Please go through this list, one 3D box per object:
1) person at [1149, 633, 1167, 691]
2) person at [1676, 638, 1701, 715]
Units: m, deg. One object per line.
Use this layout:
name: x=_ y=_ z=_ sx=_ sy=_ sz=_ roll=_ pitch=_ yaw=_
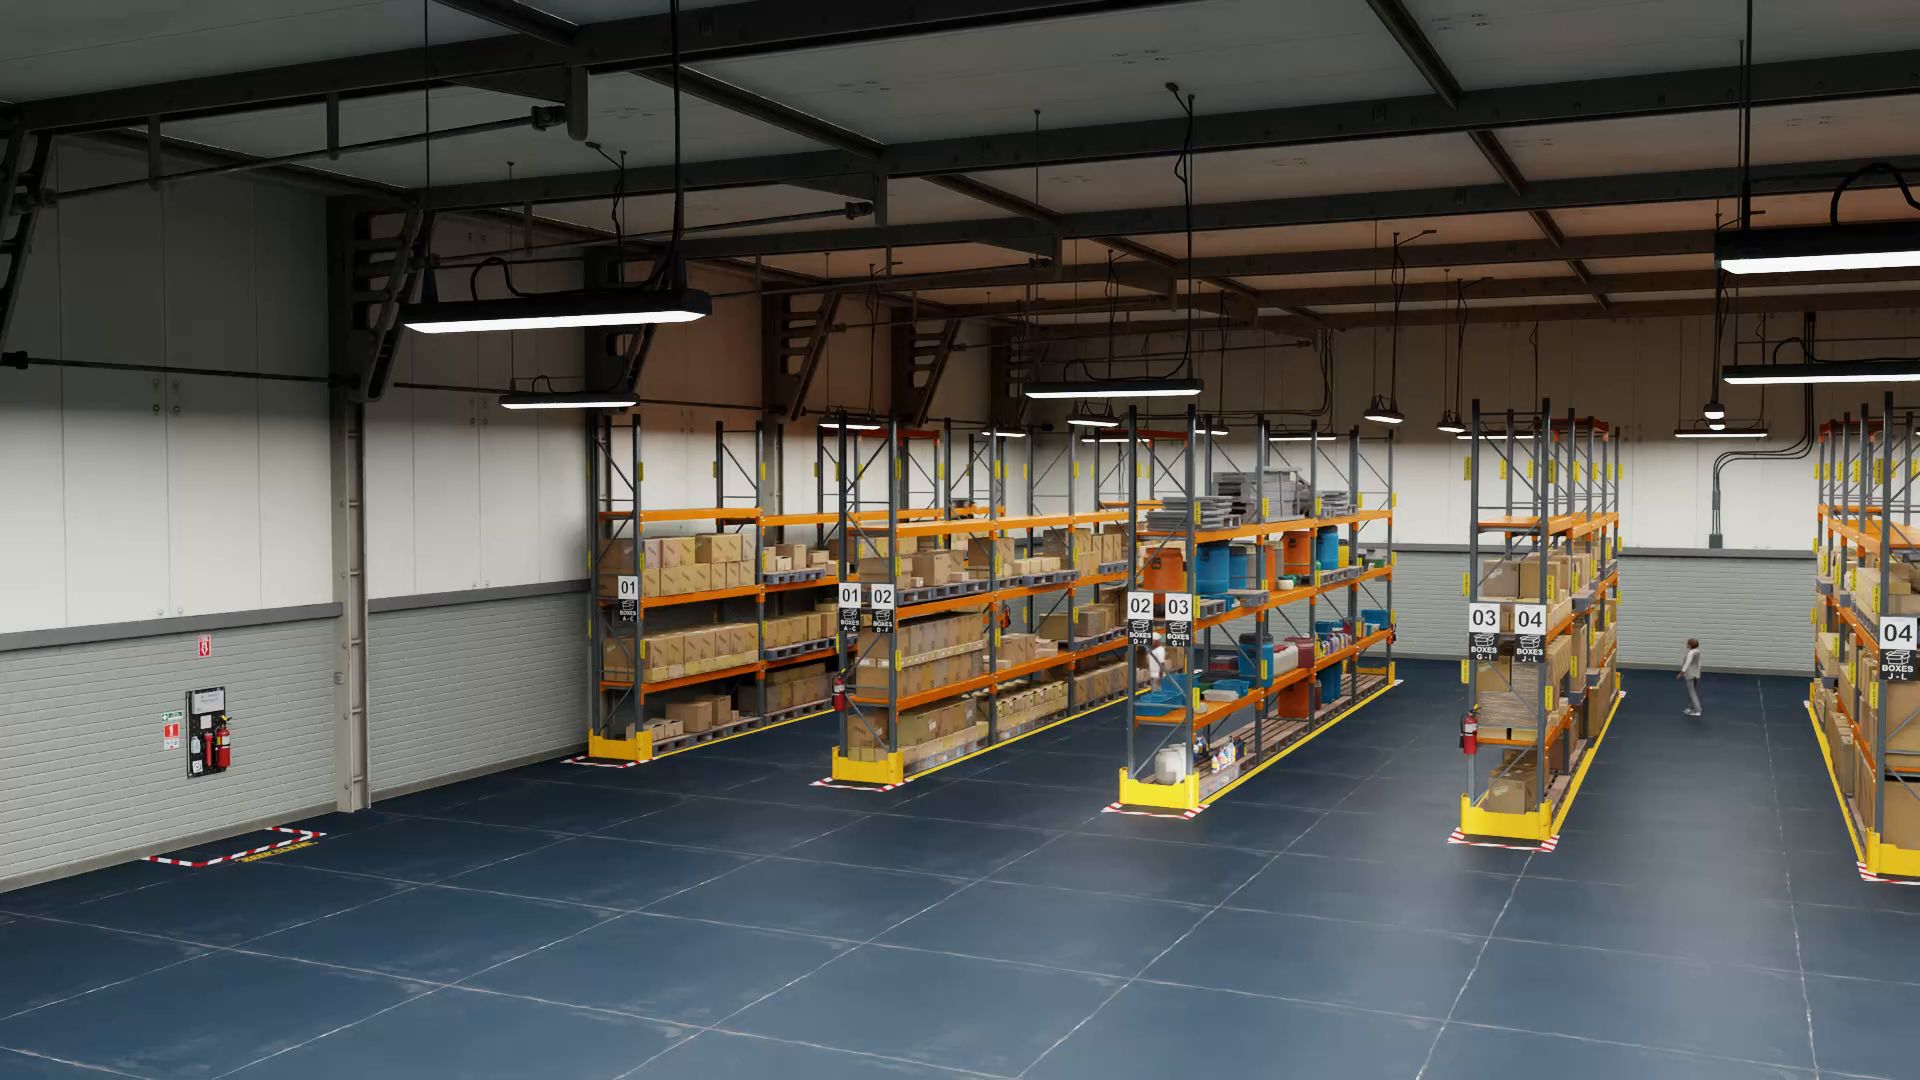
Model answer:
person: x=3.934 y=2.741 z=33.358 sx=0.406 sy=1.768 sz=0.629 roll=0 pitch=2 yaw=0
person: x=14.956 y=2.815 z=34.111 sx=0.493 sy=1.587 sz=0.724 roll=-1 pitch=2 yaw=-19
